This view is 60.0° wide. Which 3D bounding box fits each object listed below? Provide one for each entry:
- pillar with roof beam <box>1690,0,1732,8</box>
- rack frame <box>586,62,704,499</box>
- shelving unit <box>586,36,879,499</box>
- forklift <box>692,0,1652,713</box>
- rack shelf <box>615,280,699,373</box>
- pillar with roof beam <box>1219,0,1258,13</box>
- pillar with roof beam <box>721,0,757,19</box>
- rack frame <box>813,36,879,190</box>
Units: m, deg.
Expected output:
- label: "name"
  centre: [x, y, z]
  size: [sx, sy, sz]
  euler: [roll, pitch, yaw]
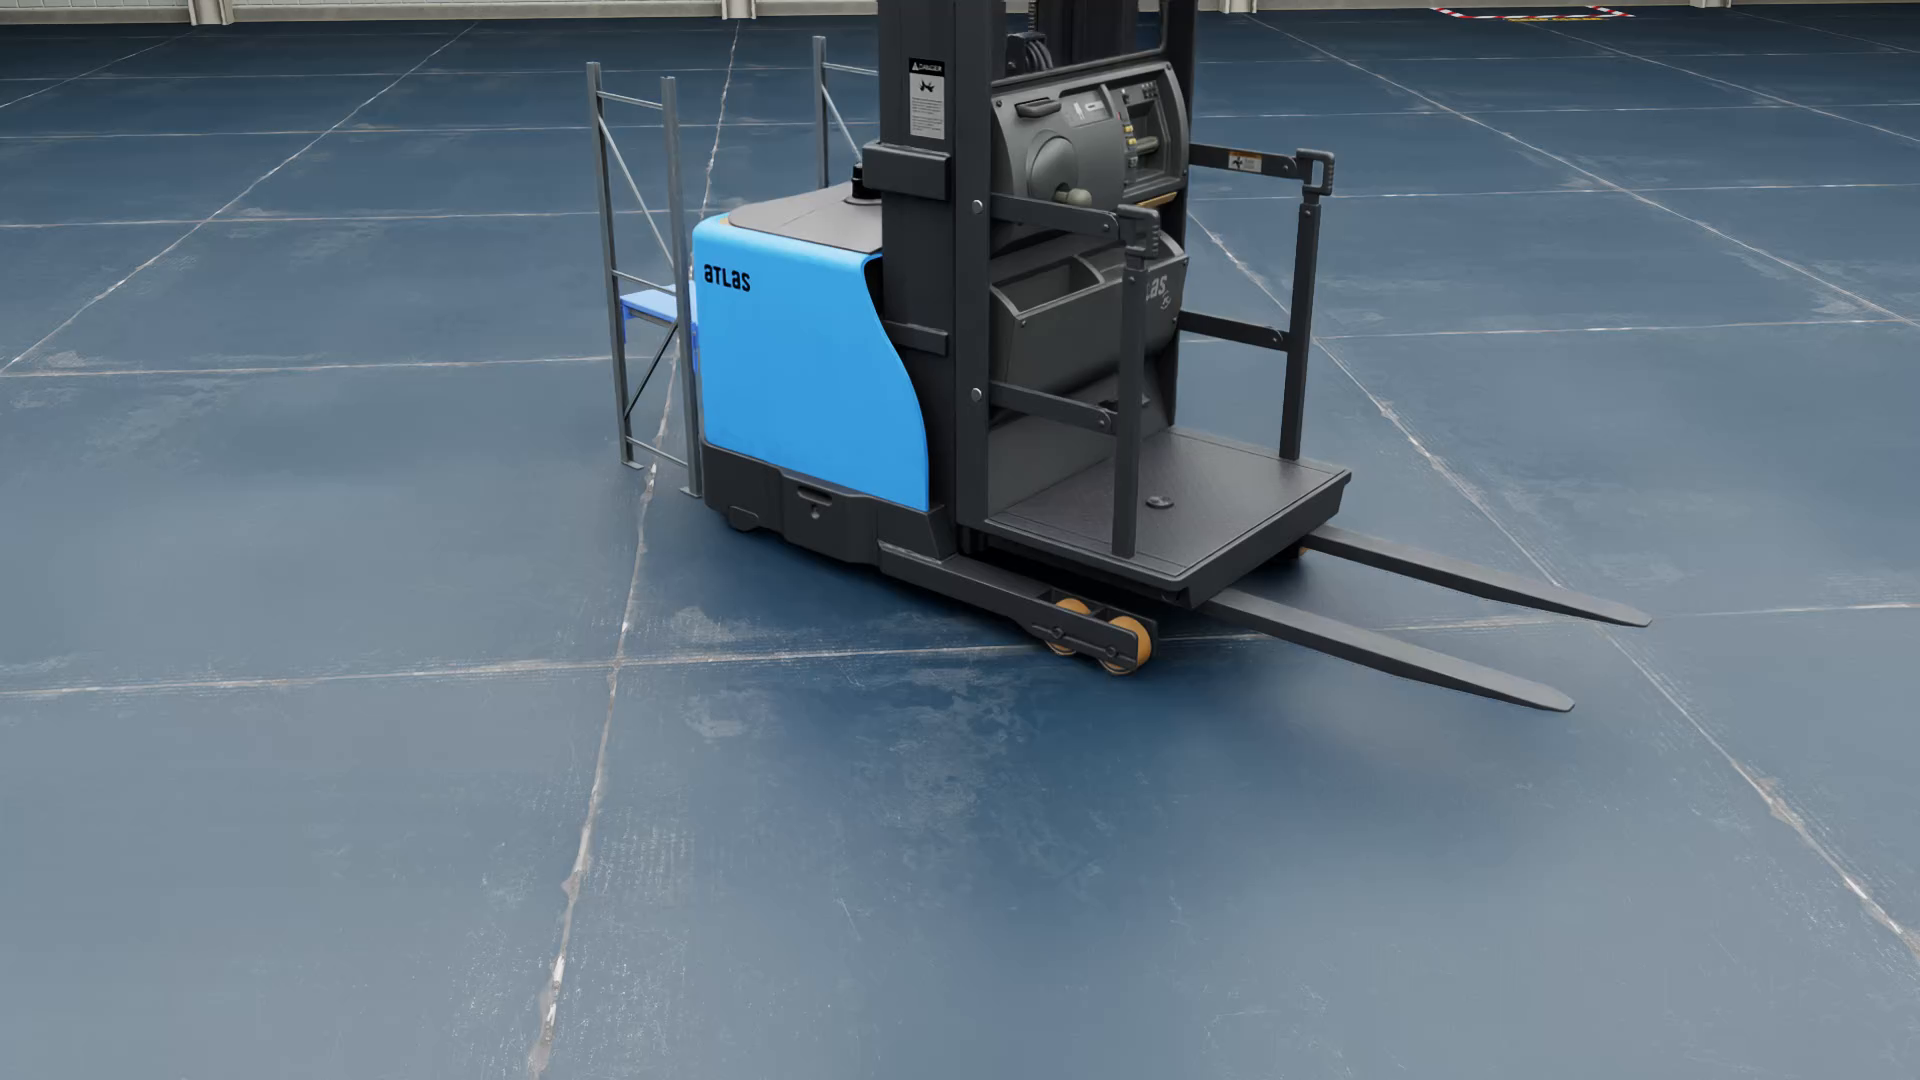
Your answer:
- label: "pillar with roof beam"
  centre: [9.761, -9.024, 14.974]
  size: [0.400, 9.000, 9.100]
  euler: [-2, 24, -5]
- label: "rack frame"
  centre: [-1.125, -0.914, 5.960]
  size: [0.032, 1.500, 0.500]
  euler: [-21, 32, -39]
- label: "shelving unit"
  centre: [-0.757, -1.056, 6.280]
  size: [1.048, 1.500, 0.538]
  euler: [-21, 32, -39]
- label: "forklift"
  centre: [0.566, -1.189, 4.817]
  size: [3.031, 2.935, 1.130]
  euler: [18, 30, 35]
- label: "rack shelf"
  centre: [-0.757, -0.892, 6.353]
  size: [1.000, 0.185, 0.538]
  euler: [-21, 32, -39]
- label: "pillar with roof beam"
  centre: [3.790, -8.785, 14.435]
  size: [0.400, 9.000, 9.100]
  euler: [-2, 24, -5]
- label: "pillar with roof beam"
  centre: [13.065, -5.624, 7.324]
  size: [29.331, 9.000, 26.411]
  euler: [-2, 24, -5]
- label: "rack frame"
  centre: [-0.389, -1.199, 6.601]
  size: [0.032, 1.500, 0.500]
  euler: [-21, 32, -39]
